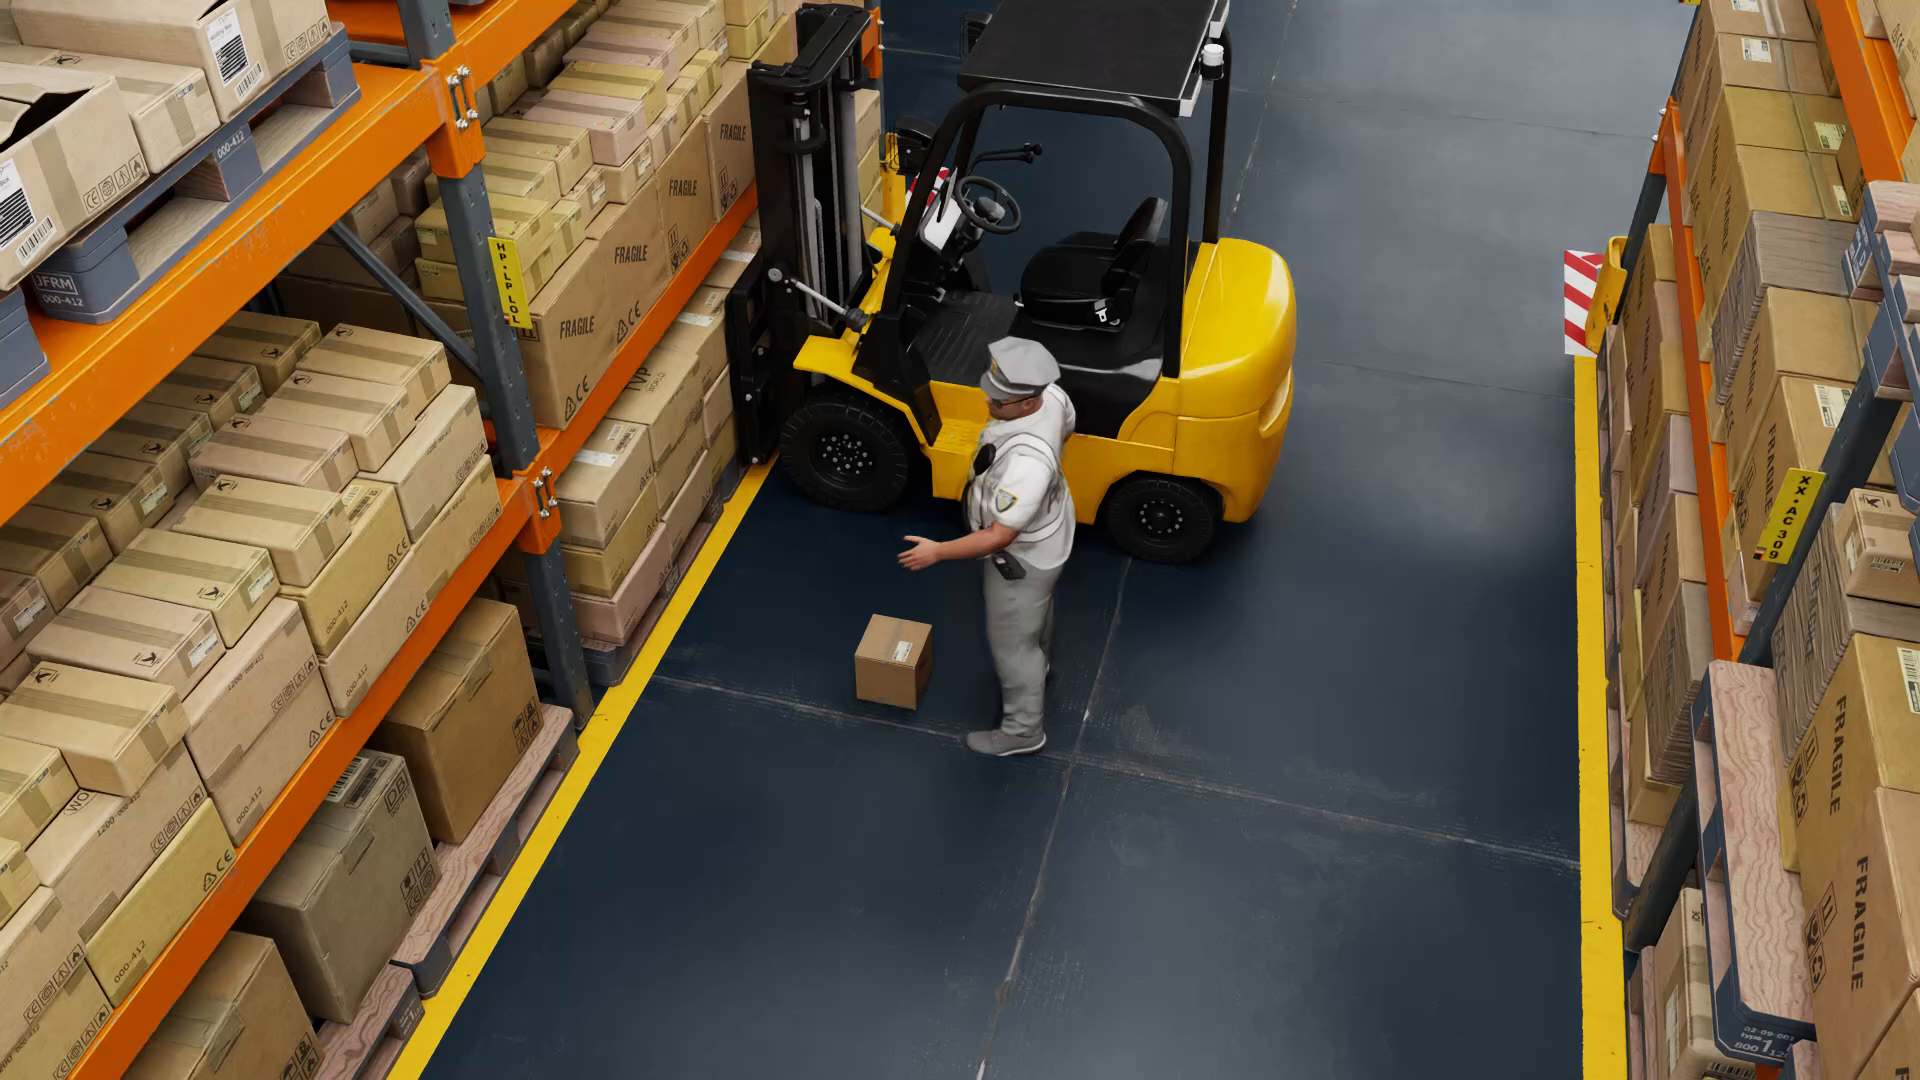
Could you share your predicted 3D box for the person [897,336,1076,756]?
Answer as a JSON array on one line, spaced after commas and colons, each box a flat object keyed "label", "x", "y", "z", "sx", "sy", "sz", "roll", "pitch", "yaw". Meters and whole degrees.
[{"label": "person", "x": 0.118, "y": -0.005, "z": 6.171, "sx": 0.599, "sy": 1.799, "sz": 0.739, "roll": 7, "pitch": 41, "yaw": 8}]
